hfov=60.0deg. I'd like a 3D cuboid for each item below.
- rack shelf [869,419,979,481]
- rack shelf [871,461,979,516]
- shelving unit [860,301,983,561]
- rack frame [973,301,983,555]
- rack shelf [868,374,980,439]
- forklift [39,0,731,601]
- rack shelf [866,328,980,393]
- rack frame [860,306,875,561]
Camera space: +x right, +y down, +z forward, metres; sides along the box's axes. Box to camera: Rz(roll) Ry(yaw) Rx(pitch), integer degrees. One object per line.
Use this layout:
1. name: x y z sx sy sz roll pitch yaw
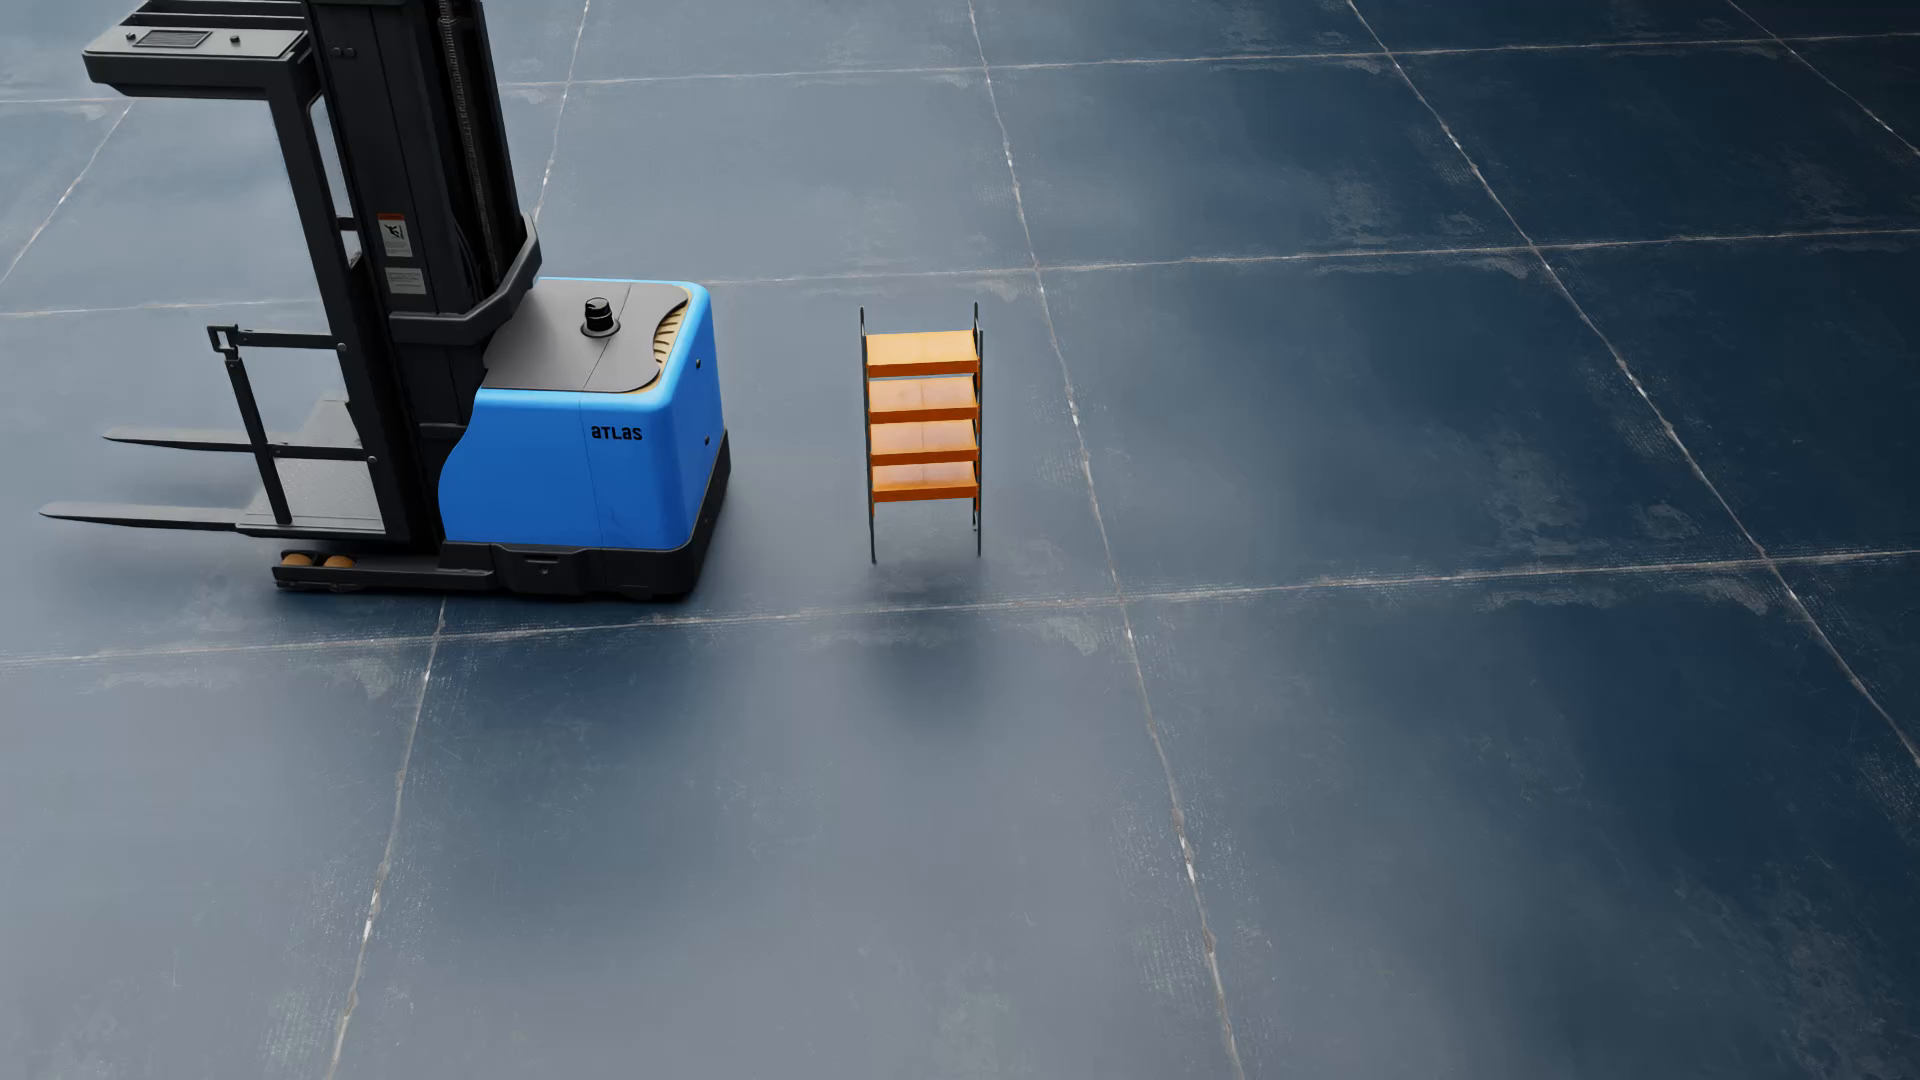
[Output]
1. rack shelf: -0.165 -0.409 7.409 0.480 0.148 0.258 -3 38 -4
2. rack shelf: -0.165 -0.253 7.532 0.480 0.148 0.258 -3 38 -4
3. shelving unit: -0.165 -0.462 7.367 0.503 1.200 0.258 -3 38 -4
4. rack frame: 0.078 -0.475 7.384 0.015 1.200 0.240 -3 38 -4
5. rack shelf: -0.165 -0.585 7.270 0.480 0.148 0.258 -3 38 -4
6. forklift: -2.652 -1.239 6.954 3.031 2.935 1.130 2 38 3
7. rack shelf: -0.165 -0.770 7.123 0.480 0.148 0.258 -3 38 -4
8. rack frame: -0.408 -0.449 7.350 0.015 1.200 0.240 -3 38 -4
